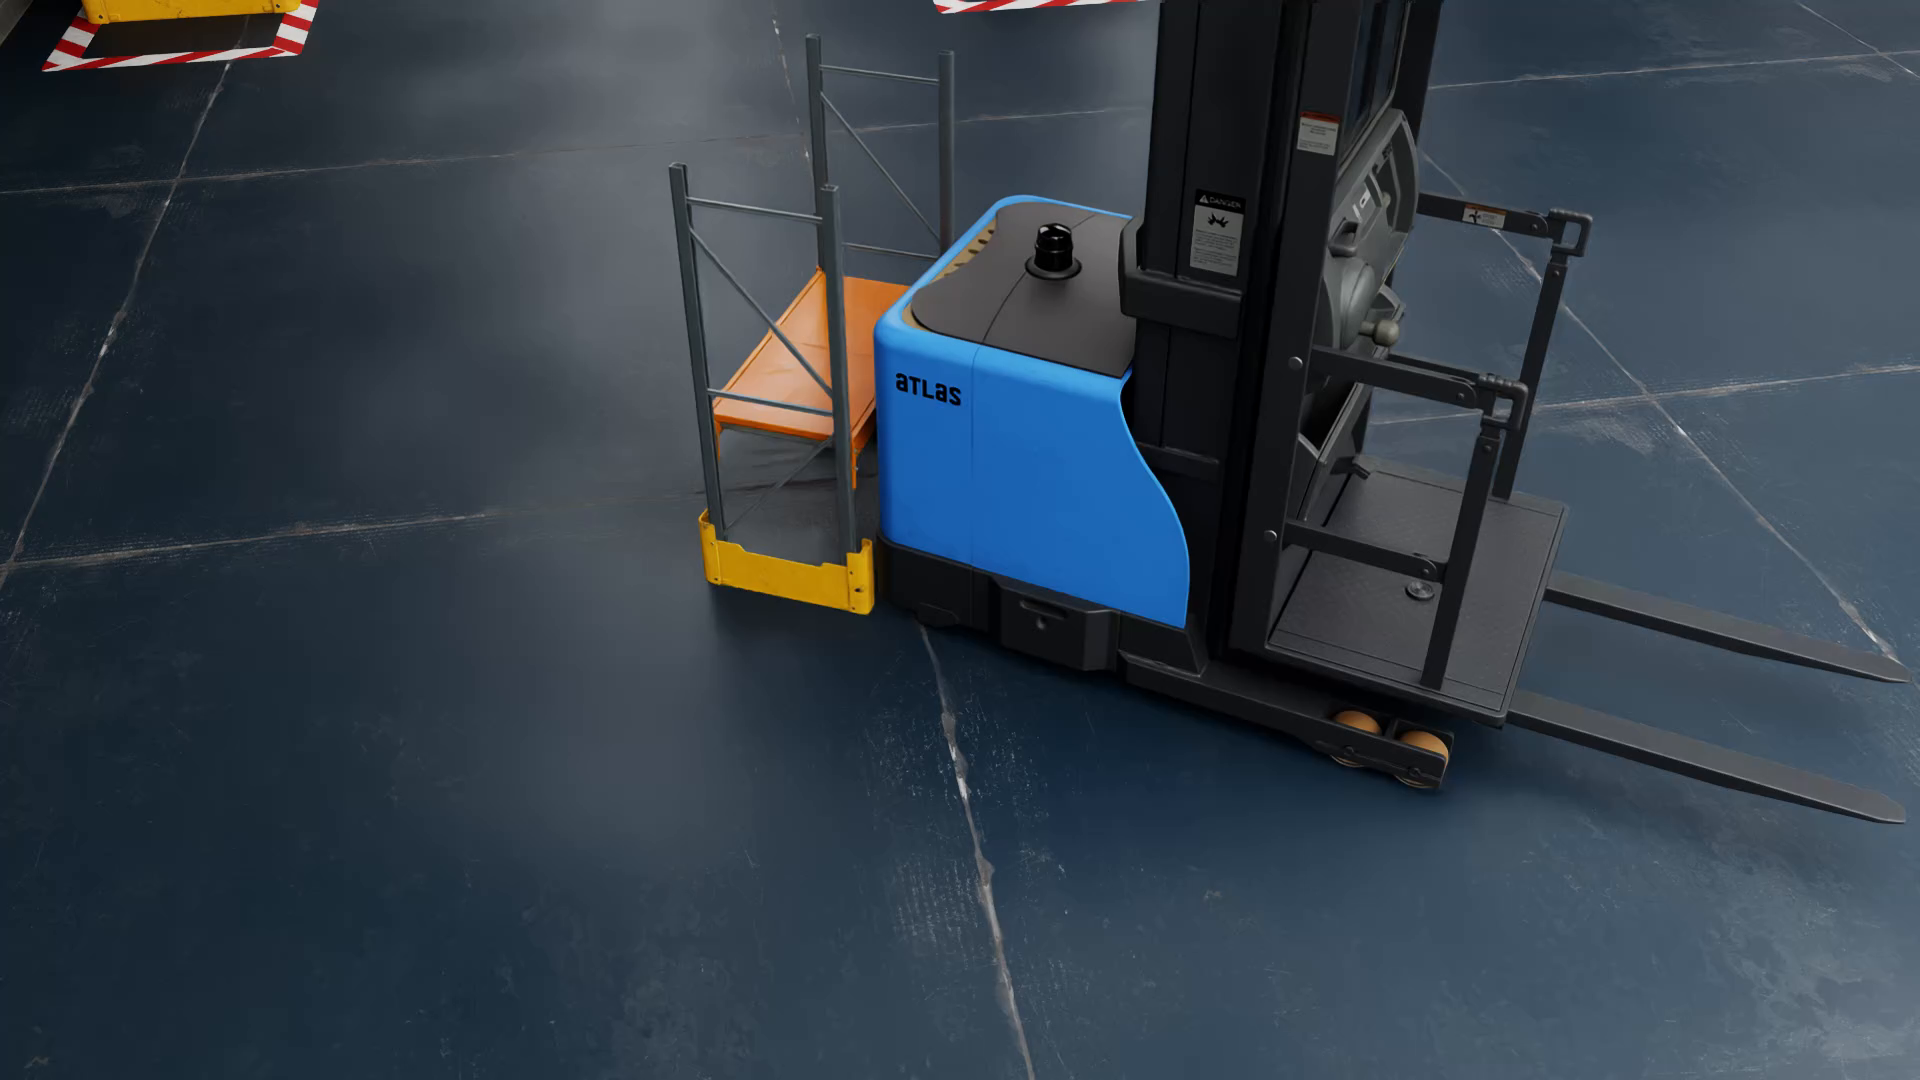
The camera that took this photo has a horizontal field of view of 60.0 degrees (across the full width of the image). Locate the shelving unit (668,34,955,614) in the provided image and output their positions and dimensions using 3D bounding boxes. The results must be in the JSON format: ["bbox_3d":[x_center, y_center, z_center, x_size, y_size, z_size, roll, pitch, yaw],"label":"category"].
[{"bbox_3d":[-0.414,-0.716,5.449,0.587,1.500,1.083,11,39,14],"label":"shelving unit"}]

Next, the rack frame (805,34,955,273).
[{"bbox_3d":[-0.261,-1.007,5.824,0.500,1.500,0.032,11,39,14],"label":"rack frame"}]

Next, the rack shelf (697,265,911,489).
[{"bbox_3d":[-0.417,-0.568,5.552,0.538,0.185,1.000,11,39,14],"label":"rack shelf"}]

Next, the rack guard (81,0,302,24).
[{"bbox_3d":[-4.484,-3.328,9.626,1.175,0.500,0.348,-6,38,-8],"label":"rack guard"}]

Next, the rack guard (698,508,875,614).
[{"bbox_3d":[-0.567,0.069,5.458,0.587,0.250,0.087,11,39,14],"label":"rack guard"}]

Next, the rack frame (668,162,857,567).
[{"bbox_3d":[-0.573,-0.413,5.060,0.500,1.500,0.032,11,39,14],"label":"rack frame"}]

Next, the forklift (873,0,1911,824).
[{"bbox_3d":[1.288,-0.812,4.407,3.031,2.935,1.130,16,41,20],"label":"forklift"}]
